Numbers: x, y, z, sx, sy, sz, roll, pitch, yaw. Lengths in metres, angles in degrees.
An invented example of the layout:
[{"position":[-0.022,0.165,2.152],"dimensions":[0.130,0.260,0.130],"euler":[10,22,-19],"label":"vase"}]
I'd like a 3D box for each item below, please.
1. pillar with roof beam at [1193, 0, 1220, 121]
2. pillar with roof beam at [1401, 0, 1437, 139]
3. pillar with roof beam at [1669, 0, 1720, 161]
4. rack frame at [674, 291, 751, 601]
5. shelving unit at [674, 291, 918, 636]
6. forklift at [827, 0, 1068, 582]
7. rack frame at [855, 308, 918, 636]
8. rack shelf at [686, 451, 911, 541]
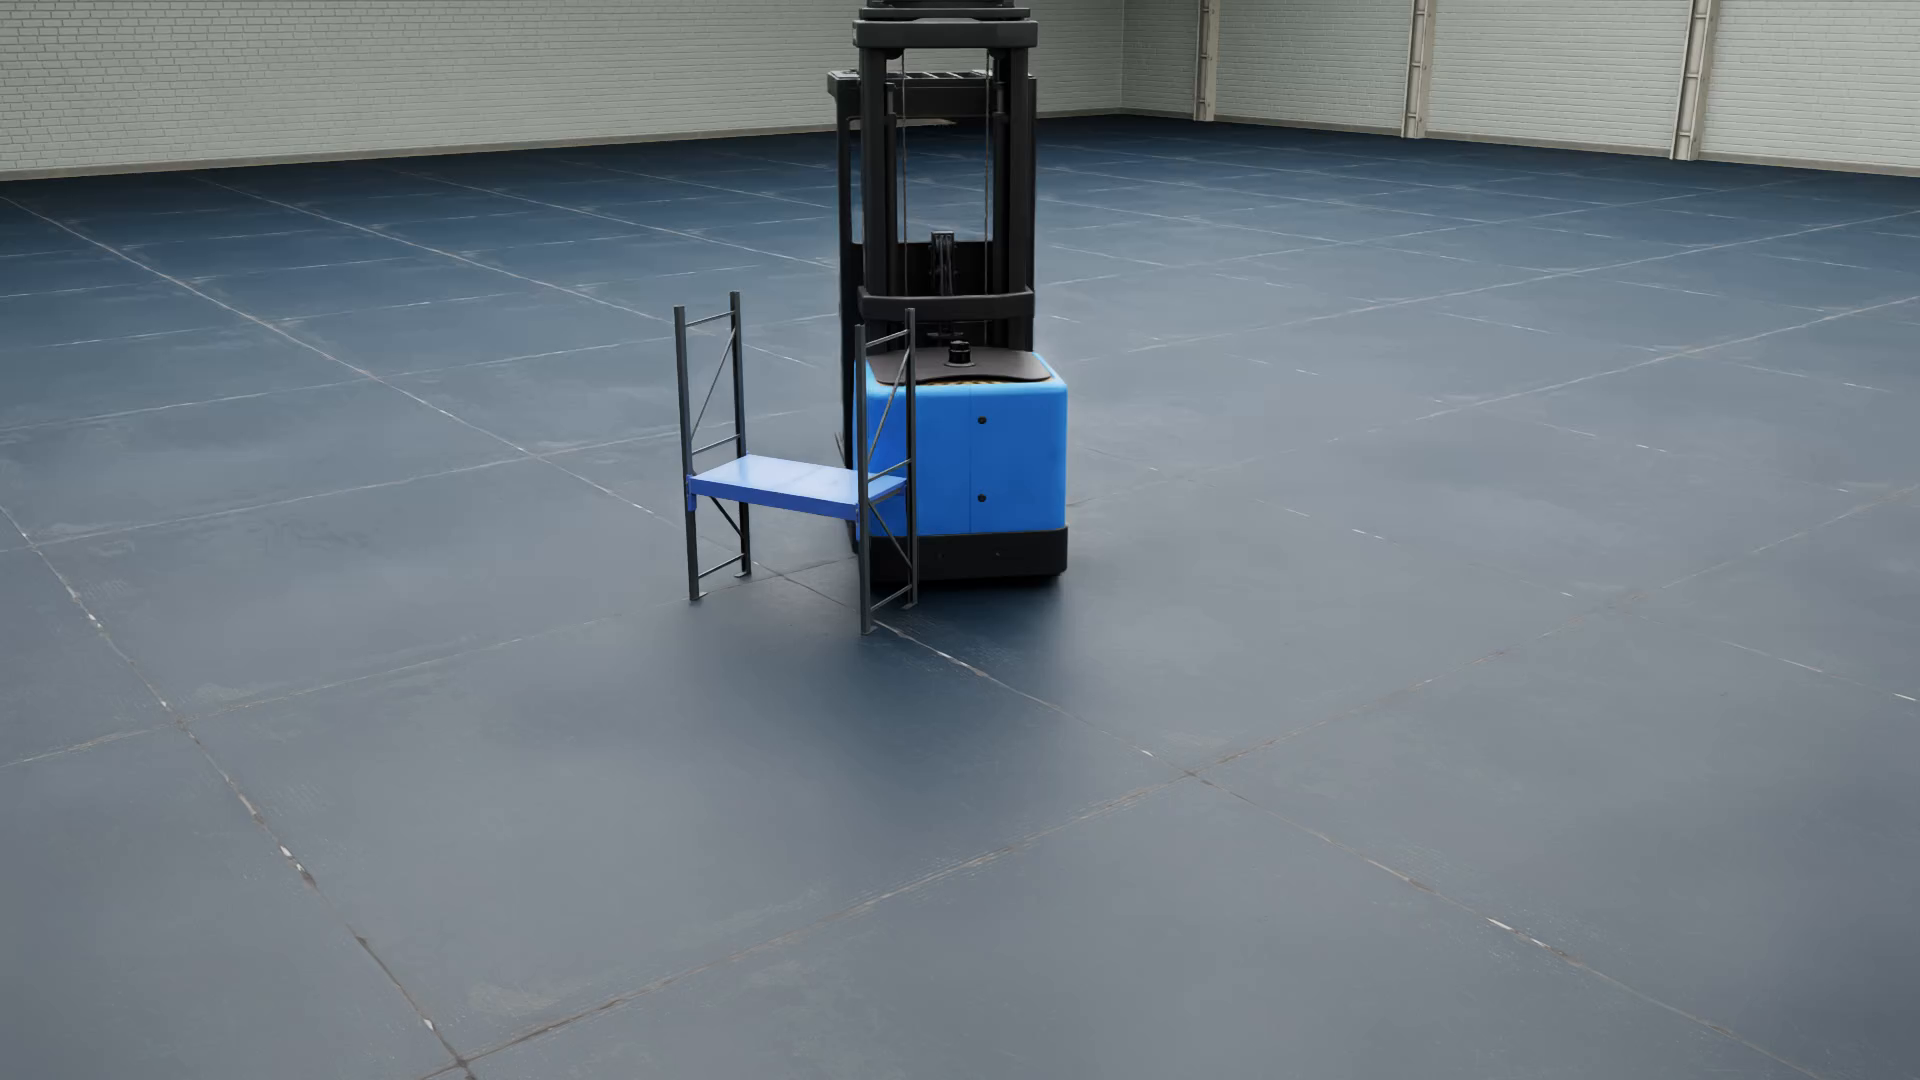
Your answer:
[{"position":[2.383,-13.335,35.318],"dimensions":[9.100,9.000,0.400],"euler":[-14,23,-36],"label":"pillar with roof beam"},{"position":[6.108,-11.856,30.853],"dimensions":[9.100,9.000,0.400],"euler":[-14,23,-36],"label":"pillar with roof beam"},{"position":[9.834,-10.378,26.388],"dimensions":[9.100,9.000,0.400],"euler":[-14,23,-36],"label":"pillar with roof beam"},{"position":[-1.242,-0.475,8.412],"dimensions":[0.032,1.500,0.500],"euler":[10,21,27],"label":"rack frame"},{"position":[-0.794,-0.400,8.185],"dimensions":[1.048,1.500,0.538],"euler":[10,21,27],"label":"shelving unit"},{"position":[-0.164,-1.596,9.520],"dimensions":[1.130,2.935,3.031],"euler":[-3,19,-8],"label":"forklift"},{"position":[-0.346,-0.325,7.957],"dimensions":[0.032,1.500,0.500],"euler":[10,21,27],"label":"rack frame"},{"position":[-0.794,-0.229,8.241],"dimensions":[1.000,0.185,0.538],"euler":[10,21,27],"label":"rack shelf"}]
